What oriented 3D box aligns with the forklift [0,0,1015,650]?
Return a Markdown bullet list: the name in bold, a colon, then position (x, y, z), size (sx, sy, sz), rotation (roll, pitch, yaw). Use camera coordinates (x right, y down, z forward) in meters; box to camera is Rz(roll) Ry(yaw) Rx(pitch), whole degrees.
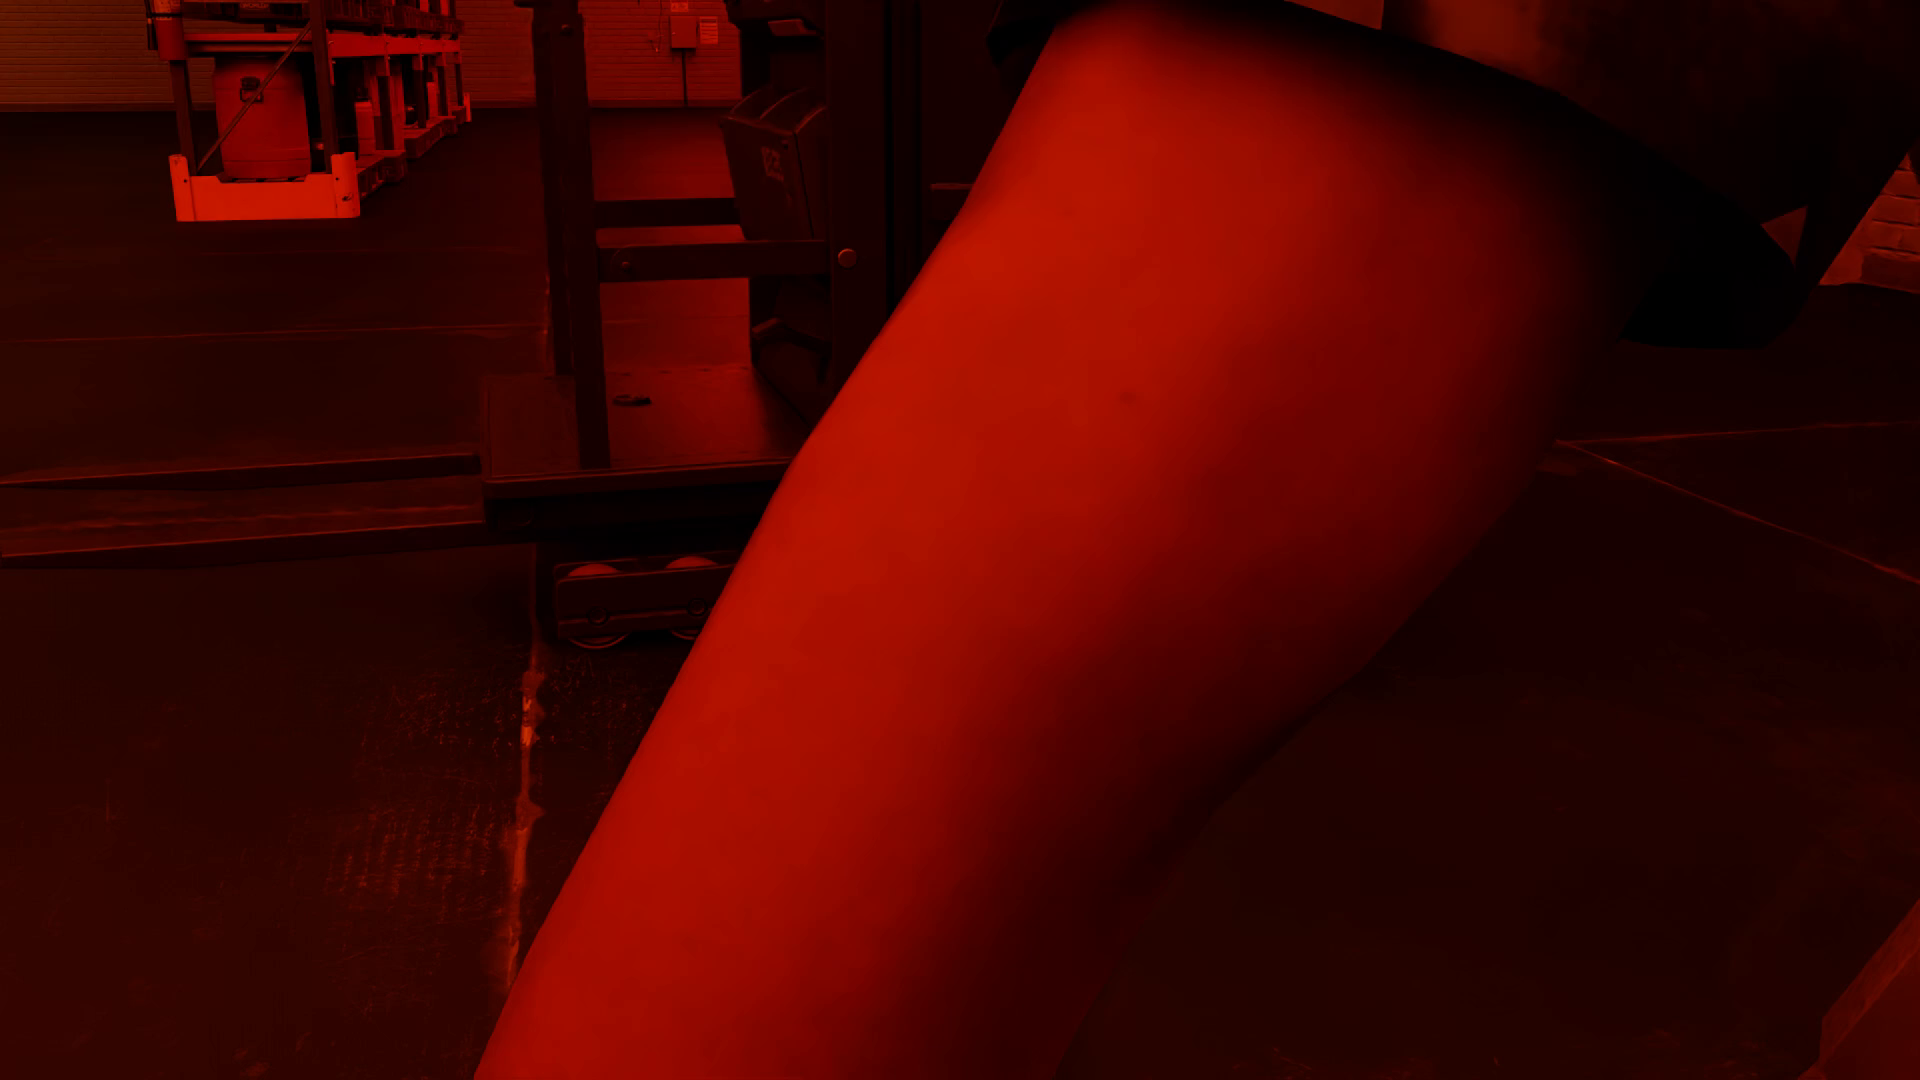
- **forklift**: position (-0.587, -1.356, 3.431), size (3.031, 2.935, 1.130), rotation (-5, 17, -15)
